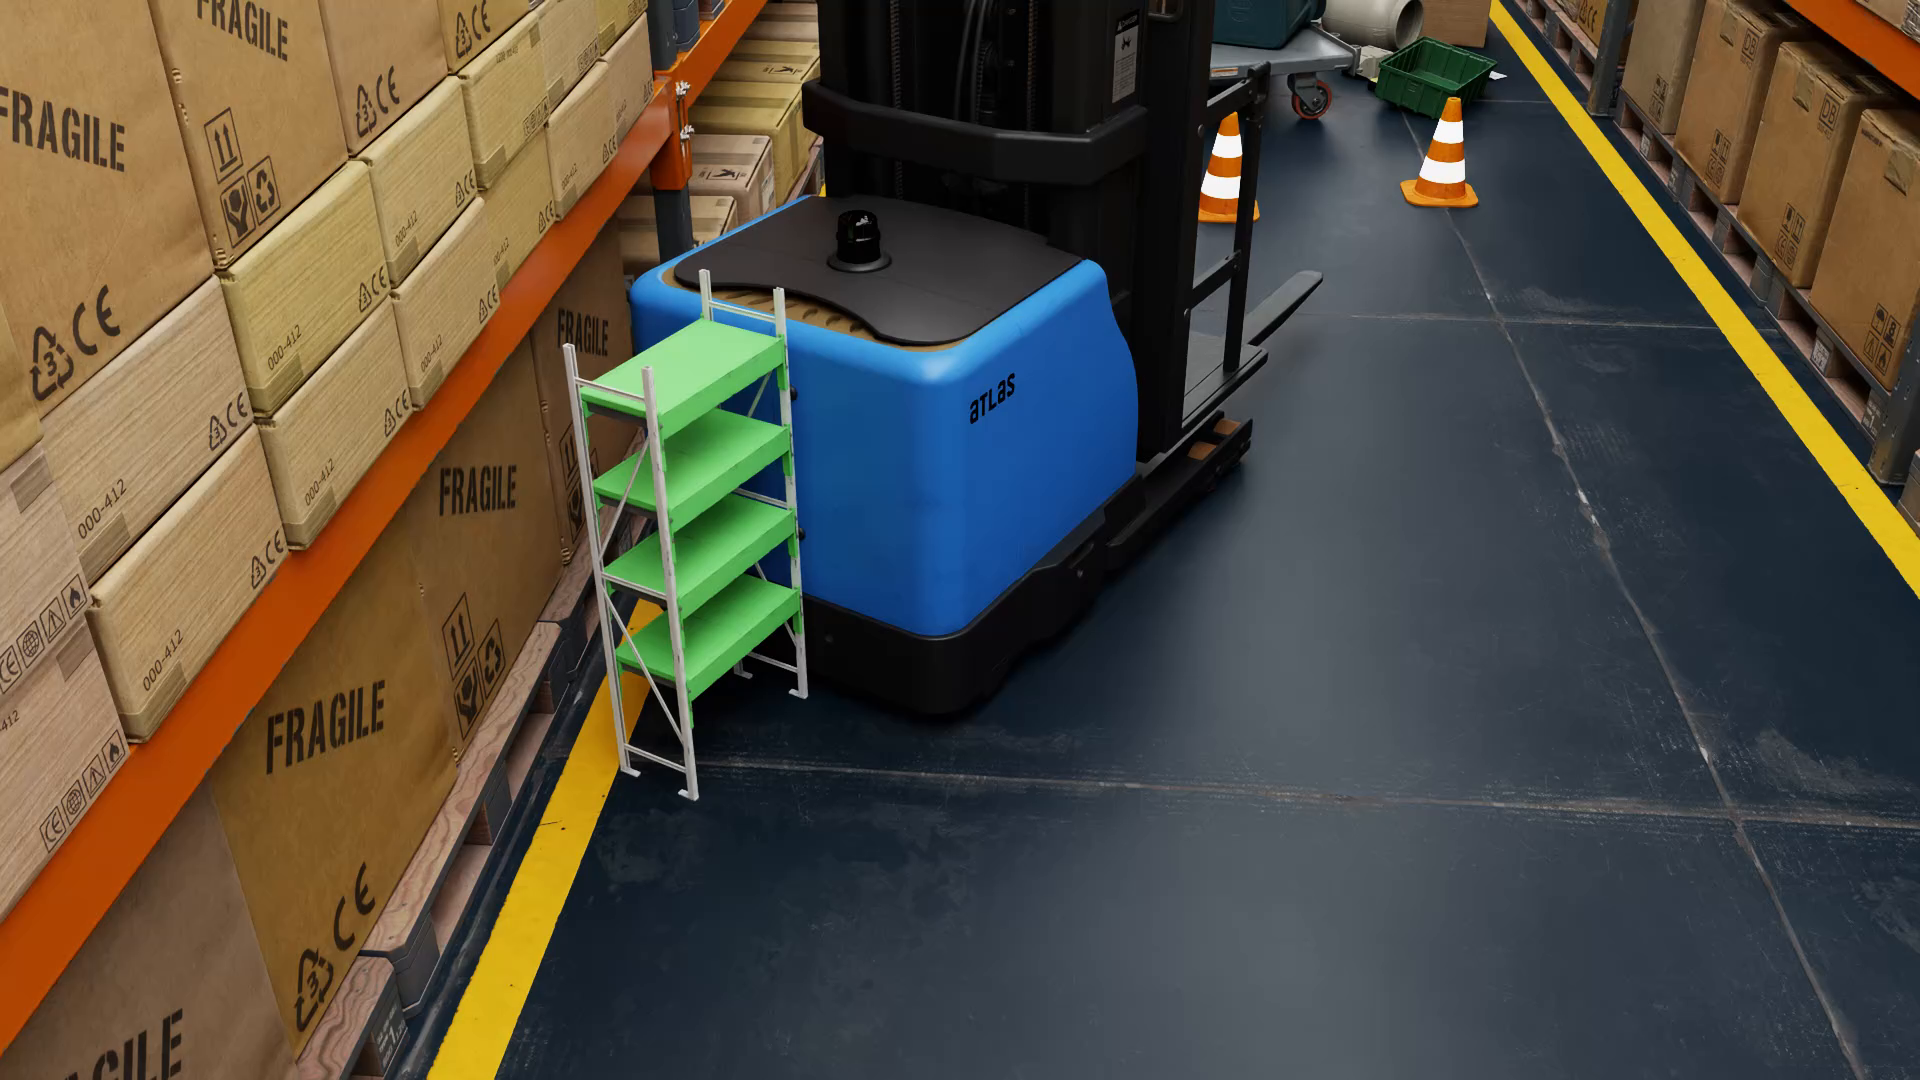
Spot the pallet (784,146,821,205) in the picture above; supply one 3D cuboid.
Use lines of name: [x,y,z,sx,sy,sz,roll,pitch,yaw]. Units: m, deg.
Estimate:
pallet: [-1.208,-1.482,7.453,1.003,0.211,1.213,2,32,4]

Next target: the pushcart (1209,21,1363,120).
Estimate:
pushcart: [1.227,-2.528,8.992,1.648,0.377,0.936,-8,33,-13]

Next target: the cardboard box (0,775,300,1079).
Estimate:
cardboard box: [-1.730,0.866,2.611,0.875,0.875,0.875,3,32,6]

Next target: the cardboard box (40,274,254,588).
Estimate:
cardboard box: [-1.369,-0.173,2.338,0.500,0.250,0.500,3,32,5]

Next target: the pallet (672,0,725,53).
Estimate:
pallet: [-1.423,-1.919,5.688,1.213,0.211,1.003,2,32,4]

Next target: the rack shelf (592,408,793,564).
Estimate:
rack shelf: [-0.645,-0.149,4.012,0.258,0.148,0.480,17,35,25]

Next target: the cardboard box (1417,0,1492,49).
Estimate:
cardboard box: [2.996,-3.349,10.206,0.500,0.500,0.500,8,32,12]

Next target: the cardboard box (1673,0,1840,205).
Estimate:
cardboard box: [3.849,-1.945,7.291,1.050,0.750,0.750,2,32,4]

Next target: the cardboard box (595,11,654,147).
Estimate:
cardboard box: [-1.157,-1.285,4.618,0.500,0.250,0.500,1,32,2]

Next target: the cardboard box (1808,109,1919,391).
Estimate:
cardboard box: [3.706,-1.001,5.759,1.050,0.750,0.750,2,32,3]

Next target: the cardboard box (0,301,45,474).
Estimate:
cardboard box: [-1.378,-0.218,1.697,0.500,0.500,0.500,3,32,5]

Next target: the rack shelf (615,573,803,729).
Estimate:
rack shelf: [-0.645,0.260,4.264,0.258,0.148,0.480,17,35,25]

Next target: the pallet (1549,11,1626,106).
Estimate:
pallet: [4.032,-2.764,9.534,1.003,0.211,1.213,2,32,4]

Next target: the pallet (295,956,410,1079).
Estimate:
pallet: [-1.713,1.248,3.023,1.003,0.211,1.213,2,32,4]

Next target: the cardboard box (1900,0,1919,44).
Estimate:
cardboard box: [3.336,-1.755,5.143,0.500,0.500,0.500,2,32,4]

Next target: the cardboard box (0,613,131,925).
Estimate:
cardboard box: [-1.402,0.313,2.026,0.500,0.250,0.500,2,32,3]

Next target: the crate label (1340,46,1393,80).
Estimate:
crate label: [2.350,-2.756,9.592,0.298,0.136,0.250,-20,37,-29]

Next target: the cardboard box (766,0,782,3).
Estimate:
cardboard box: [-1.269,-3.044,9.551,0.500,0.250,0.500,4,32,6]

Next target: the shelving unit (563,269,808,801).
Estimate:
shelving unit: [-0.645,0.001,4.105,0.258,1.200,0.503,17,35,25]

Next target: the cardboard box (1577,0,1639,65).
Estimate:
cardboard box: [4.013,-3.157,9.139,0.875,0.875,0.875,3,32,5]

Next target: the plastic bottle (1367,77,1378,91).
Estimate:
plastic bottle: [2.411,-2.515,9.273,0.133,0.061,0.283,-14,34,-21]

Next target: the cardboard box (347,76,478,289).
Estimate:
cardboard box: [-1.263,-0.700,3.194,0.500,0.250,0.500,2,32,2]

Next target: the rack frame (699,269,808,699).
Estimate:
rack frame: [-0.523,-0.110,4.285,0.240,1.200,0.015,17,35,25]

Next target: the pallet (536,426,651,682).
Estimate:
pallet: [-1.514,-0.028,5.094,1.003,0.211,1.213,2,32,4]

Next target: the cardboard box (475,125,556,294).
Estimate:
cardboard box: [-1.240,-0.754,3.758,0.500,0.250,0.500,2,32,3]

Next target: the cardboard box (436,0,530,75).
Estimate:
cardboard box: [-1.237,-1.283,3.424,0.500,0.500,0.500,2,32,4]

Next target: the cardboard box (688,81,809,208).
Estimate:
cardboard box: [-1.200,-1.761,7.354,0.950,0.372,0.625,3,32,6]

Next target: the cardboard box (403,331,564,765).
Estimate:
cardboard box: [-1.591,-0.074,4.136,0.875,0.875,0.875,3,32,5]

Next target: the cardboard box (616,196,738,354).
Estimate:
cardboard box: [-1.319,-0.979,6.084,0.950,0.372,0.625,0,32,1]

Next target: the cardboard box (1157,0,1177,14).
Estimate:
cardboard box: [1.589,-3.286,9.973,0.797,0.637,0.503,2,32,4]

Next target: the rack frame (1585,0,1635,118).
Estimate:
rack frame: [3.892,-3.557,8.163,1.000,3.000,0.127,2,32,4]

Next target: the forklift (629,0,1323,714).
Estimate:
forklift: [0.334,-1.525,4.931,1.130,2.935,3.031,18,36,27]

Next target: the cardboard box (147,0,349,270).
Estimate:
cardboard box: [-1.321,-0.748,2.556,0.500,0.500,0.500,2,32,3]

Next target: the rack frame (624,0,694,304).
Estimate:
rack frame: [-1.375,-1.624,5.026,1.000,3.000,0.127,2,32,4]

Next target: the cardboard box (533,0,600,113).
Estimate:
cardboard box: [-1.199,-1.240,4.070,0.500,0.250,0.500,2,32,3]

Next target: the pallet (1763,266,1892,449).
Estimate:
pallet: [3.706,-0.687,6.164,1.003,0.211,1.213,2,32,4]

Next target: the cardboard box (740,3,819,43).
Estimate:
cardboard box: [-1.090,-2.501,8.554,0.950,0.372,0.625,3,32,5]

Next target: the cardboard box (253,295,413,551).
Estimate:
cardboard box: [-1.304,-0.225,2.899,0.500,0.250,0.500,2,32,4]

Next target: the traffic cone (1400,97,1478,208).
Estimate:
traffic cone: [2.278,-1.840,7.795,0.336,0.463,0.334,2,32,4]

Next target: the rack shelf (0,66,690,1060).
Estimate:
rack shelf: [-1.538,-0.272,3.518,1.077,0.370,4.000,2,32,4]

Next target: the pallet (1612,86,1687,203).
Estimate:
pallet: [3.905,-1.963,8.234,1.003,0.211,1.213,2,32,4]
